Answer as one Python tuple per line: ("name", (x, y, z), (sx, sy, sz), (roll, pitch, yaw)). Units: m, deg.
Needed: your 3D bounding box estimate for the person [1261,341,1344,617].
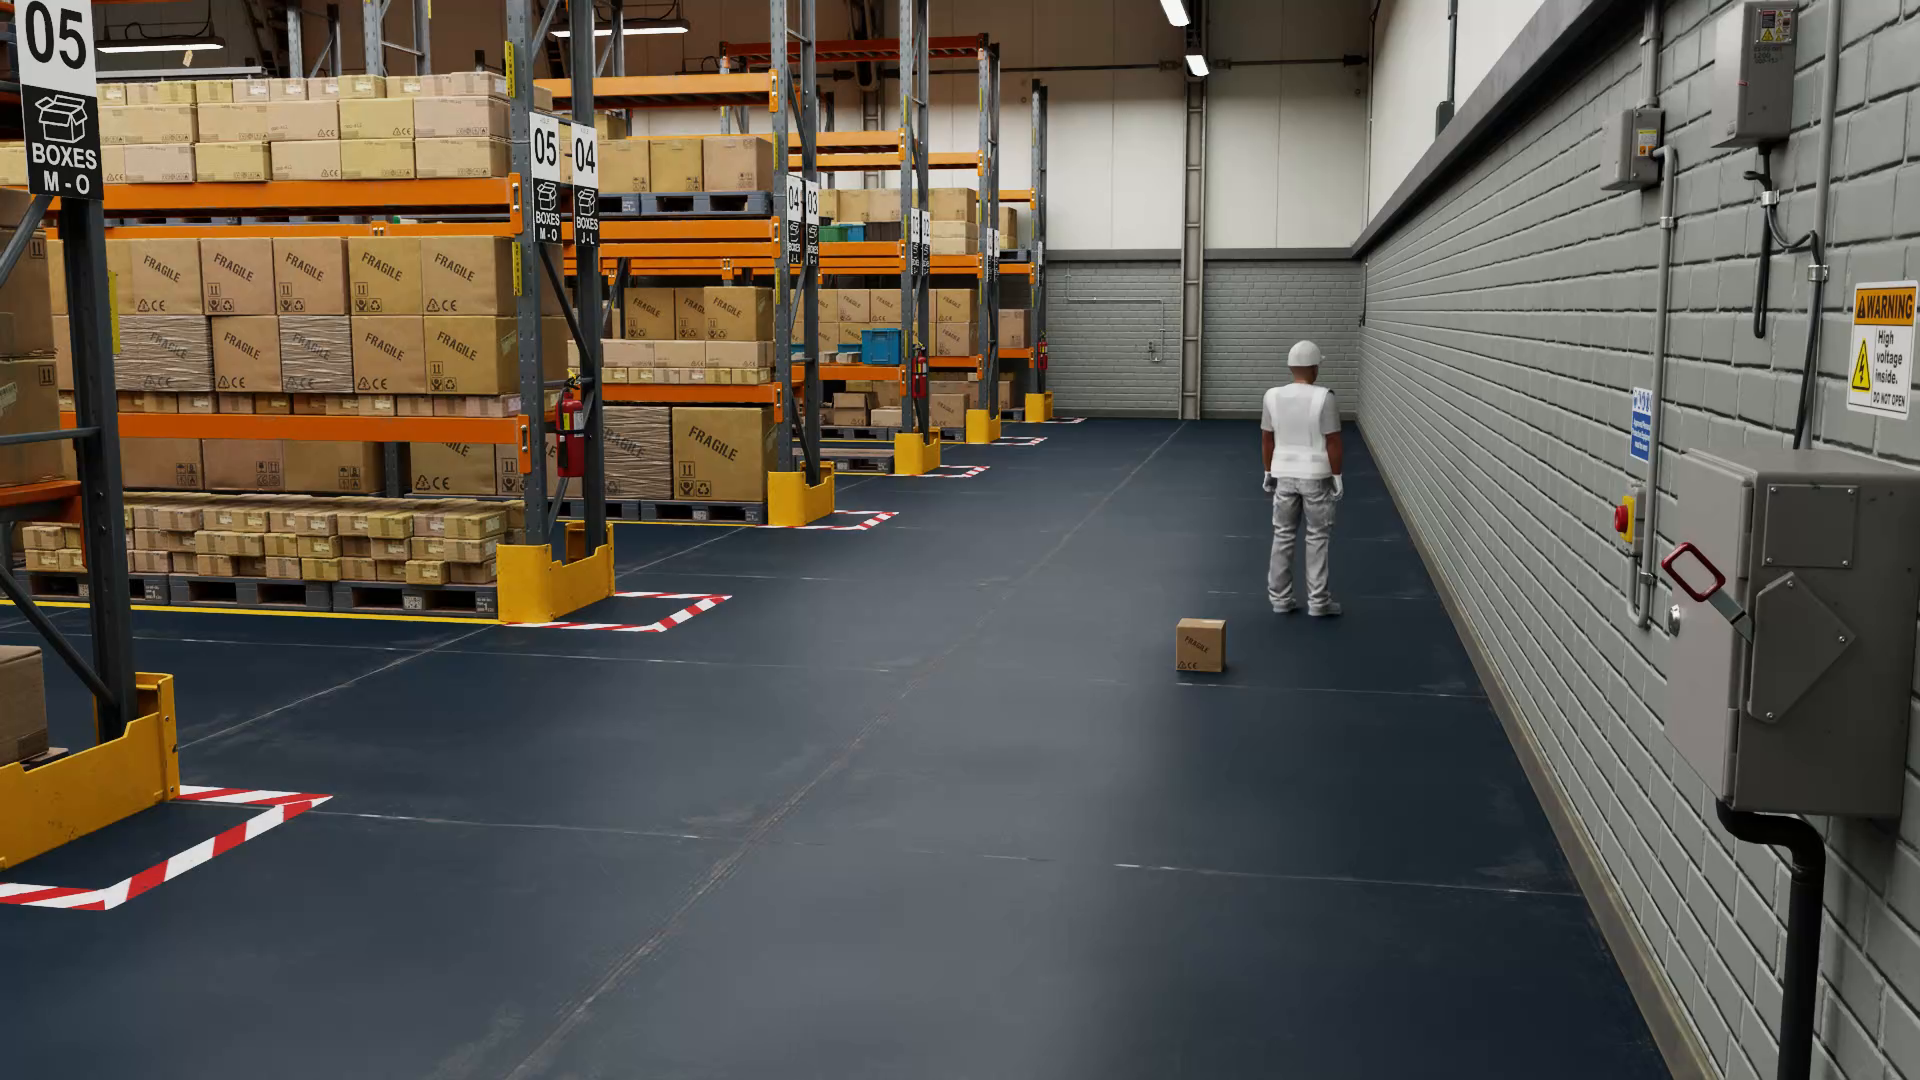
("person", (2.254, -0.403, 10.875), (0.552, 1.789, 0.386), (5, 9, 34))
